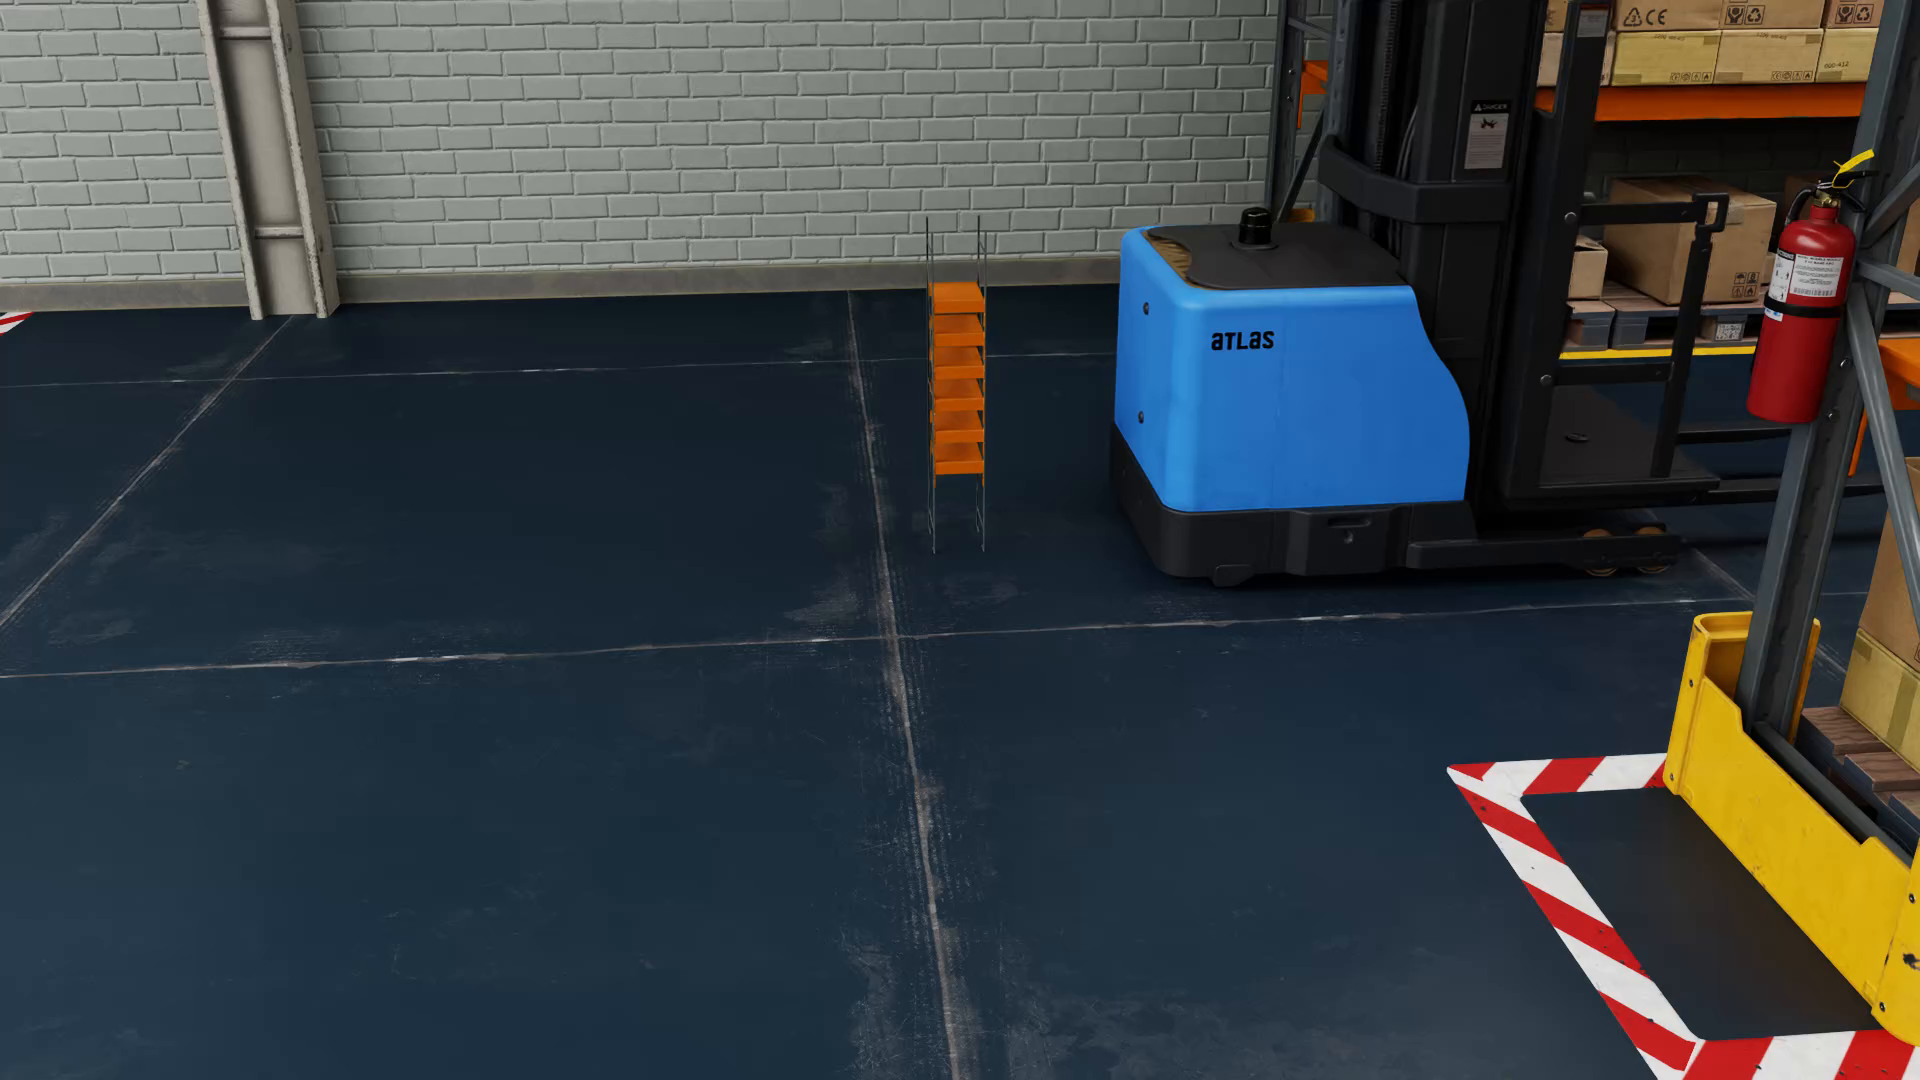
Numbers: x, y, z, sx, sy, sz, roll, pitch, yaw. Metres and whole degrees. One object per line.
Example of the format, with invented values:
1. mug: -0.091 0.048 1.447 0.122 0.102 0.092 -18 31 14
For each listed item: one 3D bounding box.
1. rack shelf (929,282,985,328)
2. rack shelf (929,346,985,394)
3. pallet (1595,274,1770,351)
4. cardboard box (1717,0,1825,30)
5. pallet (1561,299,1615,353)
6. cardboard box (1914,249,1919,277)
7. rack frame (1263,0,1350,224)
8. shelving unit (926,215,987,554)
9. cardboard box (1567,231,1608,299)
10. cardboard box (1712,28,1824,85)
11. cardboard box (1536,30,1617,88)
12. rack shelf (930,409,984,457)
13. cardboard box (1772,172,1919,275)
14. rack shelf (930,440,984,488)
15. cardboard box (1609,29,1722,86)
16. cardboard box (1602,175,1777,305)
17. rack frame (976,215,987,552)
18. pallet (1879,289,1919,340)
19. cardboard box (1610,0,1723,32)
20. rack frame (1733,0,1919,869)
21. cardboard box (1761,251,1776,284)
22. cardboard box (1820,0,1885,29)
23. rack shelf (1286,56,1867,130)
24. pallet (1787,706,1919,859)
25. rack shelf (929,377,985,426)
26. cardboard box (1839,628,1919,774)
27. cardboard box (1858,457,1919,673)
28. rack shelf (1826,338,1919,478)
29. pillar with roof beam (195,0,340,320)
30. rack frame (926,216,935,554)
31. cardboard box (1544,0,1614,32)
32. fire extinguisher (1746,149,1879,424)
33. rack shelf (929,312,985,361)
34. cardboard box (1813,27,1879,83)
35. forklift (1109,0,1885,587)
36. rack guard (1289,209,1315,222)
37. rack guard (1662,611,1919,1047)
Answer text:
1. rack shelf: -0.014 -0.836 5.877 0.180 0.103 0.258 -2 24 -5
2. rack shelf: -0.014 -0.617 5.974 0.180 0.103 0.258 -2 24 -5
3. pallet: 3.847 -1.277 8.862 1.213 0.211 1.003 -2 24 -5
4. cardboard box: 3.773 -2.722 7.919 0.500 0.500 0.500 -2 24 -3
5. pallet: 2.636 -1.229 8.756 1.213 0.211 1.003 -2 24 -5
6. cardboard box: 5.199 -1.515 8.912 0.250 0.166 0.380 -5 25 -12
7. rack frame: 1.748 -2.482 8.142 0.127 3.000 1.000 -2 24 -5
8. shelving unit: -0.014 -0.548 6.005 0.189 1.200 0.258 -2 24 -5
9. cardboard box: 3.013 -1.469 8.630 0.500 0.311 0.500 0 24 -1
10. cardboard box: 3.791 -2.378 8.067 0.500 0.250 0.500 -2 24 -5
11. cardboard box: 2.780 -2.341 7.983 0.500 0.250 0.500 -3 24 -7
12. rack shelf: -0.014 -0.397 6.072 0.180 0.103 0.258 -2 24 -5
13. cardboard box: 4.700 -1.643 8.790 0.500 0.500 0.500 -4 24 -9
14. rack shelf: -0.014 -0.288 6.121 0.180 0.103 0.258 -2 24 -5
15. cardboard box: 3.288 -2.359 8.023 0.500 0.250 0.500 -3 24 -6
16. cardboard box: 3.748 -1.564 8.612 0.500 0.500 0.700 -4 24 -8
17. rack frame: 0.077 -0.551 6.013 0.006 1.200 0.240 -2 24 -5
18. pallet: 5.064 -1.327 8.975 1.213 0.211 1.003 -2 24 -5
19. cardboard box: 3.260 -2.697 7.861 0.500 0.500 0.500 -3 24 -7
20. rack frame: 2.239 -0.480 3.637 0.127 3.000 1.000 -2 24 -5
21. cardboard box: 4.135 -1.485 8.865 0.250 0.149 0.380 -4 24 -9
22. cardboard box: 4.290 -2.743 7.966 0.500 0.500 0.500 -3 24 -7
23. rack shelf: 3.738 -2.233 8.467 4.000 0.370 1.077 -2 24 -5
24. pallet: 2.996 0.747 4.310 1.213 0.211 1.003 -2 24 -5
25. rack shelf: -0.014 -0.507 6.023 0.180 0.103 0.258 -2 24 -5
26. cardboard box: 2.743 0.444 4.427 0.500 0.250 0.500 -2 24 -5
27. cardboard box: 2.743 0.100 4.277 0.500 0.500 0.500 -2 24 -5
28. rack shelf: 4.229 -0.231 3.963 4.000 0.370 1.077 -2 24 -5
29. pillar with roof beam: -3.188 -3.622 3.319 0.400 9.000 9.100 -2 24 -5
30. rack frame: -0.105 -0.544 5.997 0.006 1.200 0.240 -2 24 -5
31. cardboard box: 2.746 -2.679 7.821 0.500 0.500 0.500 -2 24 -5
32. fire extinguisher: 2.075 -0.628 4.065 0.183 0.674 0.296 -2 24 -5
33. rack shelf: -0.014 -0.726 5.926 0.180 0.103 0.258 -2 24 -5
34. cardboard box: 4.292 -2.398 8.113 0.500 0.250 0.500 -2 24 -5
35. forklift: 2.147 -1.420 5.836 3.031 2.935 1.130 -3 24 -6
36. rack guard: 1.824 -1.343 8.656 0.348 0.500 1.175 -2 24 -5
37. rack guard: 2.215 0.663 4.143 0.348 0.500 1.175 -2 24 -5
